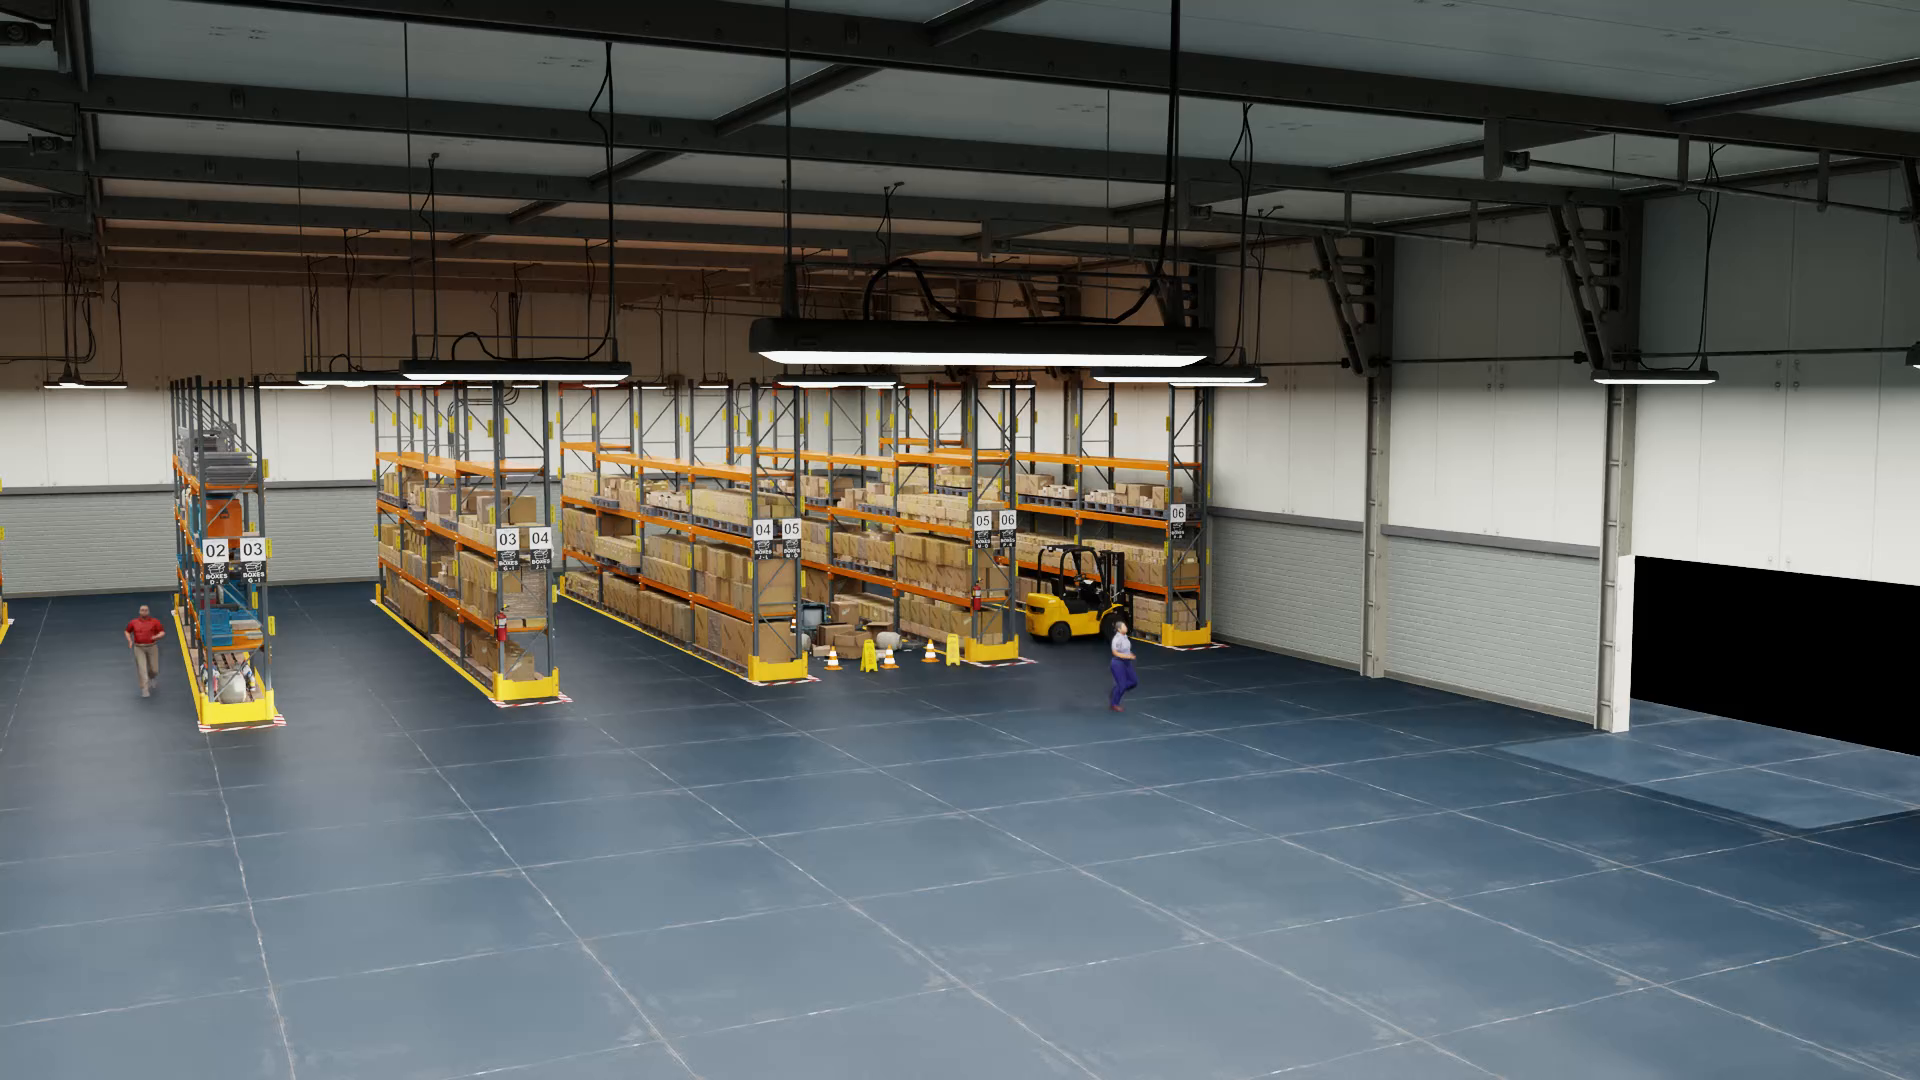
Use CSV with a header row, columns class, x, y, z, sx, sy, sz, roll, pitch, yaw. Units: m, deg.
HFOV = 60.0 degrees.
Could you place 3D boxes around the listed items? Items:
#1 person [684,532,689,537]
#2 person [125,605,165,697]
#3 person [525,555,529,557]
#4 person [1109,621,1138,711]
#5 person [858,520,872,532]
class,x,y,z,sx,sy,sz,roll,pitch,yaw
person,-8.038,0.514,50.412,0.794,1.505,0.560,-1,5,-14
person,-15.397,2.078,31.439,0.676,1.694,0.865,-3,6,-29
person,-12.430,0.732,46.970,0.629,1.729,0.784,1,5,6
person,2.936,2.263,29.877,0.527,1.615,0.657,2,6,24
person,-2.828,0.314,47.489,0.699,1.804,0.918,-4,6,-35
